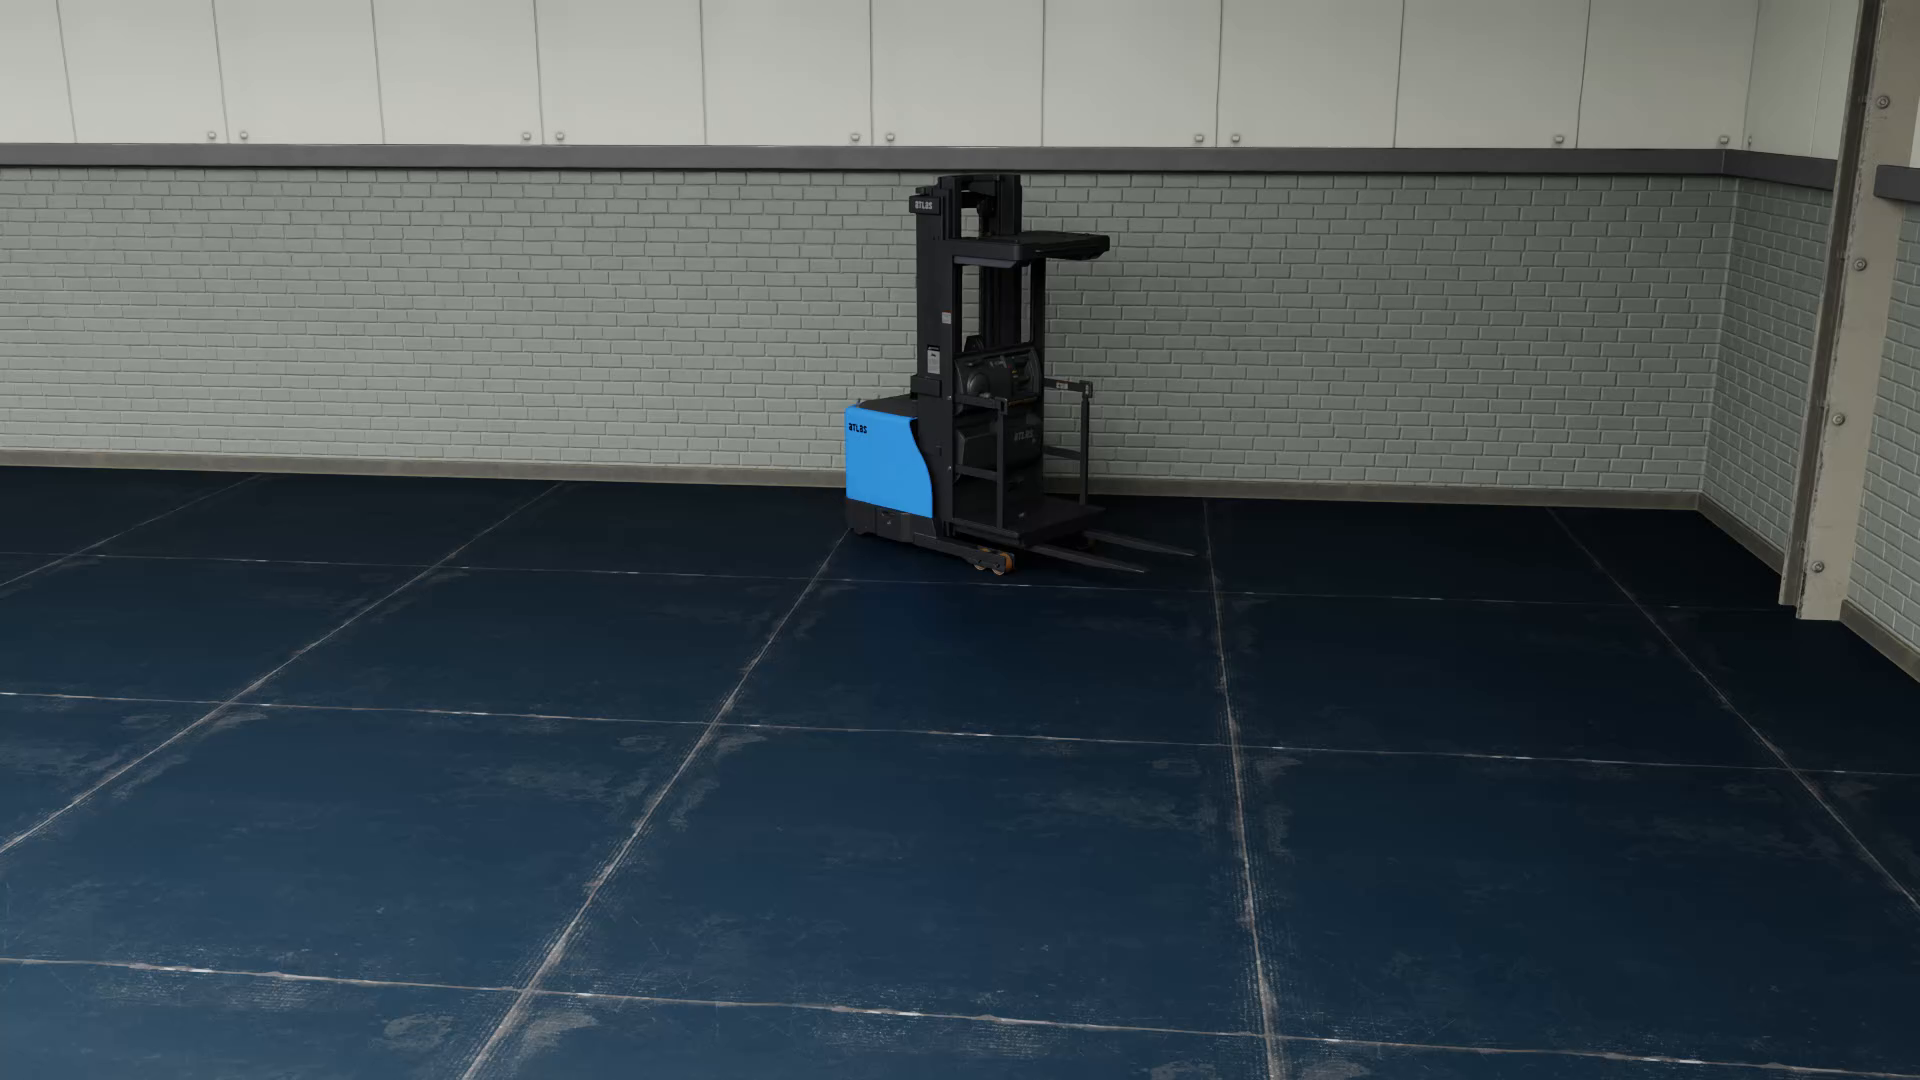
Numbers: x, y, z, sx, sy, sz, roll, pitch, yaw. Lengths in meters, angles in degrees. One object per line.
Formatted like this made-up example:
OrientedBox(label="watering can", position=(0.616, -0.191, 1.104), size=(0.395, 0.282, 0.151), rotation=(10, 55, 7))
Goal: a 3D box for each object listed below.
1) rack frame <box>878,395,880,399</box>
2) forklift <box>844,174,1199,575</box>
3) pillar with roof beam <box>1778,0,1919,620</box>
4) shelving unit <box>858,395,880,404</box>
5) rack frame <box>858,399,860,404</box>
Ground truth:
OrientedBox(label="rack frame", position=(-0.626, -0.718, 14.303), size=(0.200, 1.050, 0.008), rotation=(14, 20, 41))
OrientedBox(label="forklift", position=(0.456, -1.302, 12.864), size=(3.031, 2.935, 1.130), rotation=(14, 20, 41))
OrientedBox(label="pillar with roof beam", position=(1.756, -3.966, 11.088), size=(9.100, 9.000, 0.400), rotation=(2, 15, 6))
OrientedBox(label="shelving unit", position=(-0.708, -0.695, 14.216), size=(0.215, 1.050, 0.252), rotation=(14, 20, 41))
OrientedBox(label="rack frame", position=(-0.790, -0.671, 14.129), size=(0.200, 1.050, 0.008), rotation=(14, 20, 41))
